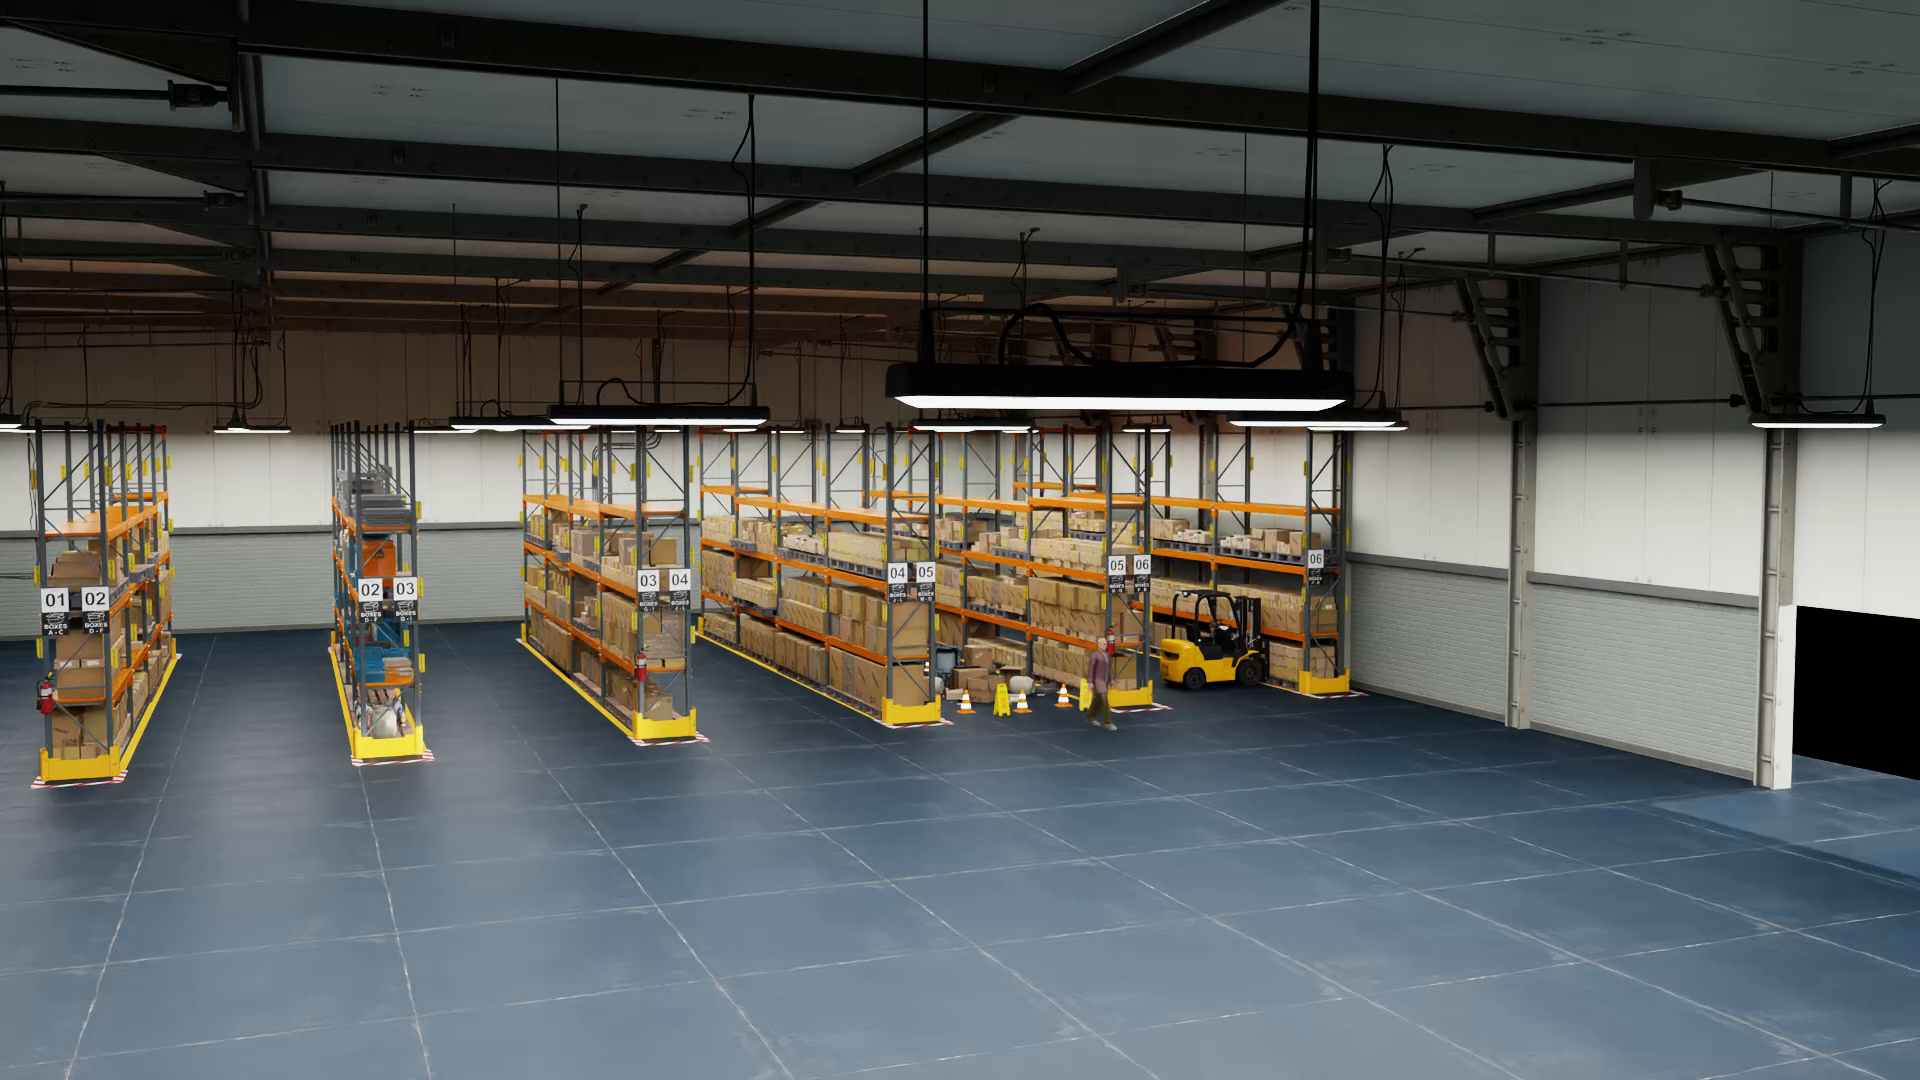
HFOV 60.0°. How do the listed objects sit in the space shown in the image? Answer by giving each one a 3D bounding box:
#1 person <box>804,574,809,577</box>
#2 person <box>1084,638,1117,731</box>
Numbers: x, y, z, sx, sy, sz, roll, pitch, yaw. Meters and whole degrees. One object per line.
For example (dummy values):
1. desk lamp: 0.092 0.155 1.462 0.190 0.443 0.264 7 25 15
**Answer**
1. person: -4.536 1.807 49.419 0.817 1.627 0.504 -1 4 -15
2. person: 2.800 2.795 32.535 0.927 1.749 0.621 3 4 36
